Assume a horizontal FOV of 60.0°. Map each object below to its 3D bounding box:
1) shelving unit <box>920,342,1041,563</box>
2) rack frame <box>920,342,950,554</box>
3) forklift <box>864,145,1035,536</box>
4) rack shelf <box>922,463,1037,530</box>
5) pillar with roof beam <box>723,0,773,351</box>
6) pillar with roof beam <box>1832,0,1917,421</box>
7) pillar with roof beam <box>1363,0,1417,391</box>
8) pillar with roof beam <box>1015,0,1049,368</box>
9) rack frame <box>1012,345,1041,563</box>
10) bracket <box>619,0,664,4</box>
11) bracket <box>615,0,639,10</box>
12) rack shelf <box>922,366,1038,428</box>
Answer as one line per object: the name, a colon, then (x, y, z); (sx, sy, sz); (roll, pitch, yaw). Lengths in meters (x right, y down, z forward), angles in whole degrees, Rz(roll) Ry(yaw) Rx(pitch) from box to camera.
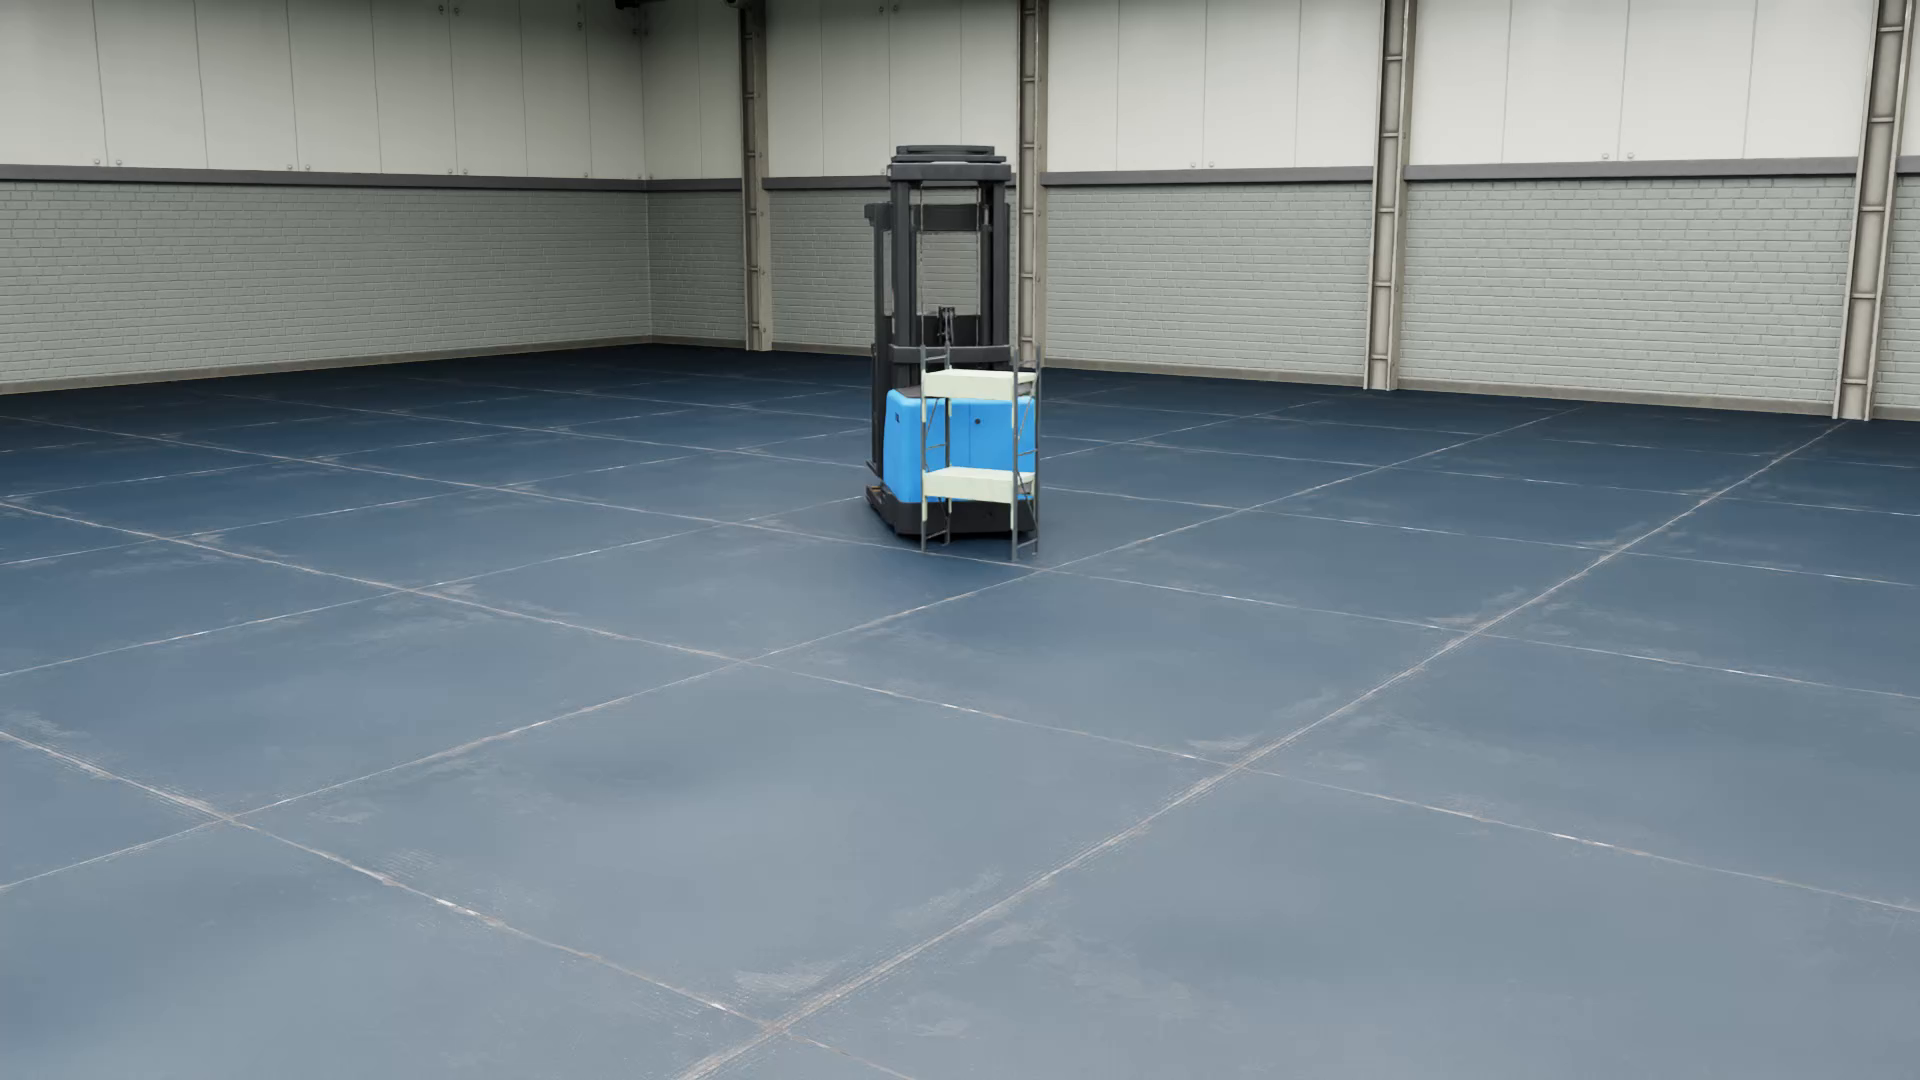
shelving unit: (0.146, -0.640, 11.889); (0.755, 1.500, 0.431); (6, 12, 27)
rack frame: (-0.177, -0.673, 12.058); (0.023, 1.500, 0.400); (6, 12, 27)
forklift: (-0.185, -1.705, 13.628); (1.130, 2.935, 3.031); (-2, 11, -10)
rack shelf: (0.146, -0.320, 11.951); (0.720, 0.370, 0.431); (6, 12, 27)
pillar with roof beam: (-6.242, -7.257, 26.350); (0.548, 9.000, 9.100); (8, 13, 36)
pillar with roof beam: (8.266, -5.233, 15.889); (0.400, 9.000, 9.100); (8, 13, 36)
pillar with roof beam: (3.430, -5.908, 19.376); (0.400, 9.000, 9.100); (8, 13, 36)
pillar with roof beam: (-1.406, -6.583, 22.863); (0.400, 9.000, 9.100); (8, 13, 36)
rack frame: (0.470, -0.607, 11.721); (0.023, 1.500, 0.400); (6, 12, 27)
bracket: (-5.672, -9.876, 30.409); (3.189, 0.066, 0.076); (8, 13, 36)
bracket: (-6.148, -9.942, 30.752); (0.430, 0.232, 0.235); (8, 13, 36)
rack shelf: (0.146, -1.023, 11.815); (0.720, 0.370, 0.431); (6, 12, 27)
